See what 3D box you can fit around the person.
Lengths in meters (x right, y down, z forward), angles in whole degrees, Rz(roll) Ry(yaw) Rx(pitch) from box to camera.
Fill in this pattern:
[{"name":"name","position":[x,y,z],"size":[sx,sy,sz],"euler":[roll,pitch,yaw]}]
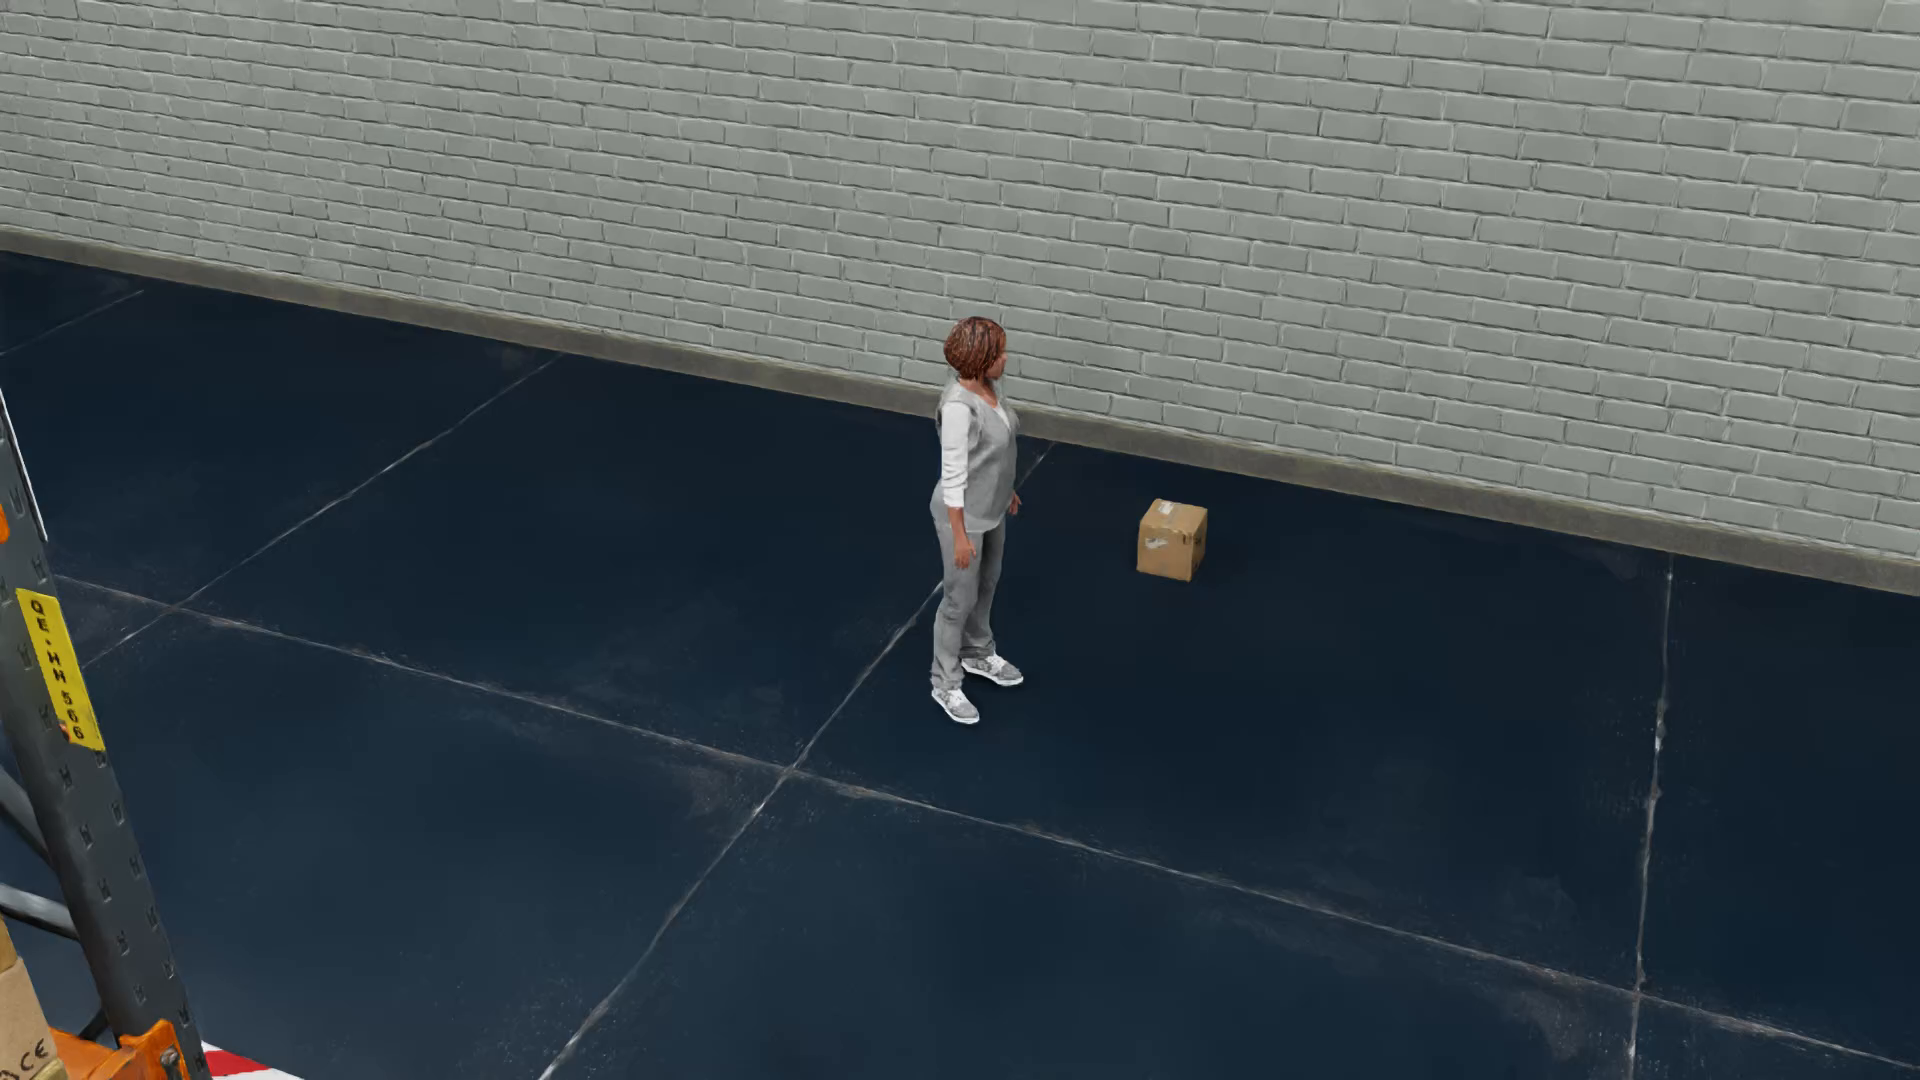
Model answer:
[{"name":"person","position":[0.053,-0.385,6.087],"size":[0.319,0.937,0.478],"euler":[11,32,18]}]
